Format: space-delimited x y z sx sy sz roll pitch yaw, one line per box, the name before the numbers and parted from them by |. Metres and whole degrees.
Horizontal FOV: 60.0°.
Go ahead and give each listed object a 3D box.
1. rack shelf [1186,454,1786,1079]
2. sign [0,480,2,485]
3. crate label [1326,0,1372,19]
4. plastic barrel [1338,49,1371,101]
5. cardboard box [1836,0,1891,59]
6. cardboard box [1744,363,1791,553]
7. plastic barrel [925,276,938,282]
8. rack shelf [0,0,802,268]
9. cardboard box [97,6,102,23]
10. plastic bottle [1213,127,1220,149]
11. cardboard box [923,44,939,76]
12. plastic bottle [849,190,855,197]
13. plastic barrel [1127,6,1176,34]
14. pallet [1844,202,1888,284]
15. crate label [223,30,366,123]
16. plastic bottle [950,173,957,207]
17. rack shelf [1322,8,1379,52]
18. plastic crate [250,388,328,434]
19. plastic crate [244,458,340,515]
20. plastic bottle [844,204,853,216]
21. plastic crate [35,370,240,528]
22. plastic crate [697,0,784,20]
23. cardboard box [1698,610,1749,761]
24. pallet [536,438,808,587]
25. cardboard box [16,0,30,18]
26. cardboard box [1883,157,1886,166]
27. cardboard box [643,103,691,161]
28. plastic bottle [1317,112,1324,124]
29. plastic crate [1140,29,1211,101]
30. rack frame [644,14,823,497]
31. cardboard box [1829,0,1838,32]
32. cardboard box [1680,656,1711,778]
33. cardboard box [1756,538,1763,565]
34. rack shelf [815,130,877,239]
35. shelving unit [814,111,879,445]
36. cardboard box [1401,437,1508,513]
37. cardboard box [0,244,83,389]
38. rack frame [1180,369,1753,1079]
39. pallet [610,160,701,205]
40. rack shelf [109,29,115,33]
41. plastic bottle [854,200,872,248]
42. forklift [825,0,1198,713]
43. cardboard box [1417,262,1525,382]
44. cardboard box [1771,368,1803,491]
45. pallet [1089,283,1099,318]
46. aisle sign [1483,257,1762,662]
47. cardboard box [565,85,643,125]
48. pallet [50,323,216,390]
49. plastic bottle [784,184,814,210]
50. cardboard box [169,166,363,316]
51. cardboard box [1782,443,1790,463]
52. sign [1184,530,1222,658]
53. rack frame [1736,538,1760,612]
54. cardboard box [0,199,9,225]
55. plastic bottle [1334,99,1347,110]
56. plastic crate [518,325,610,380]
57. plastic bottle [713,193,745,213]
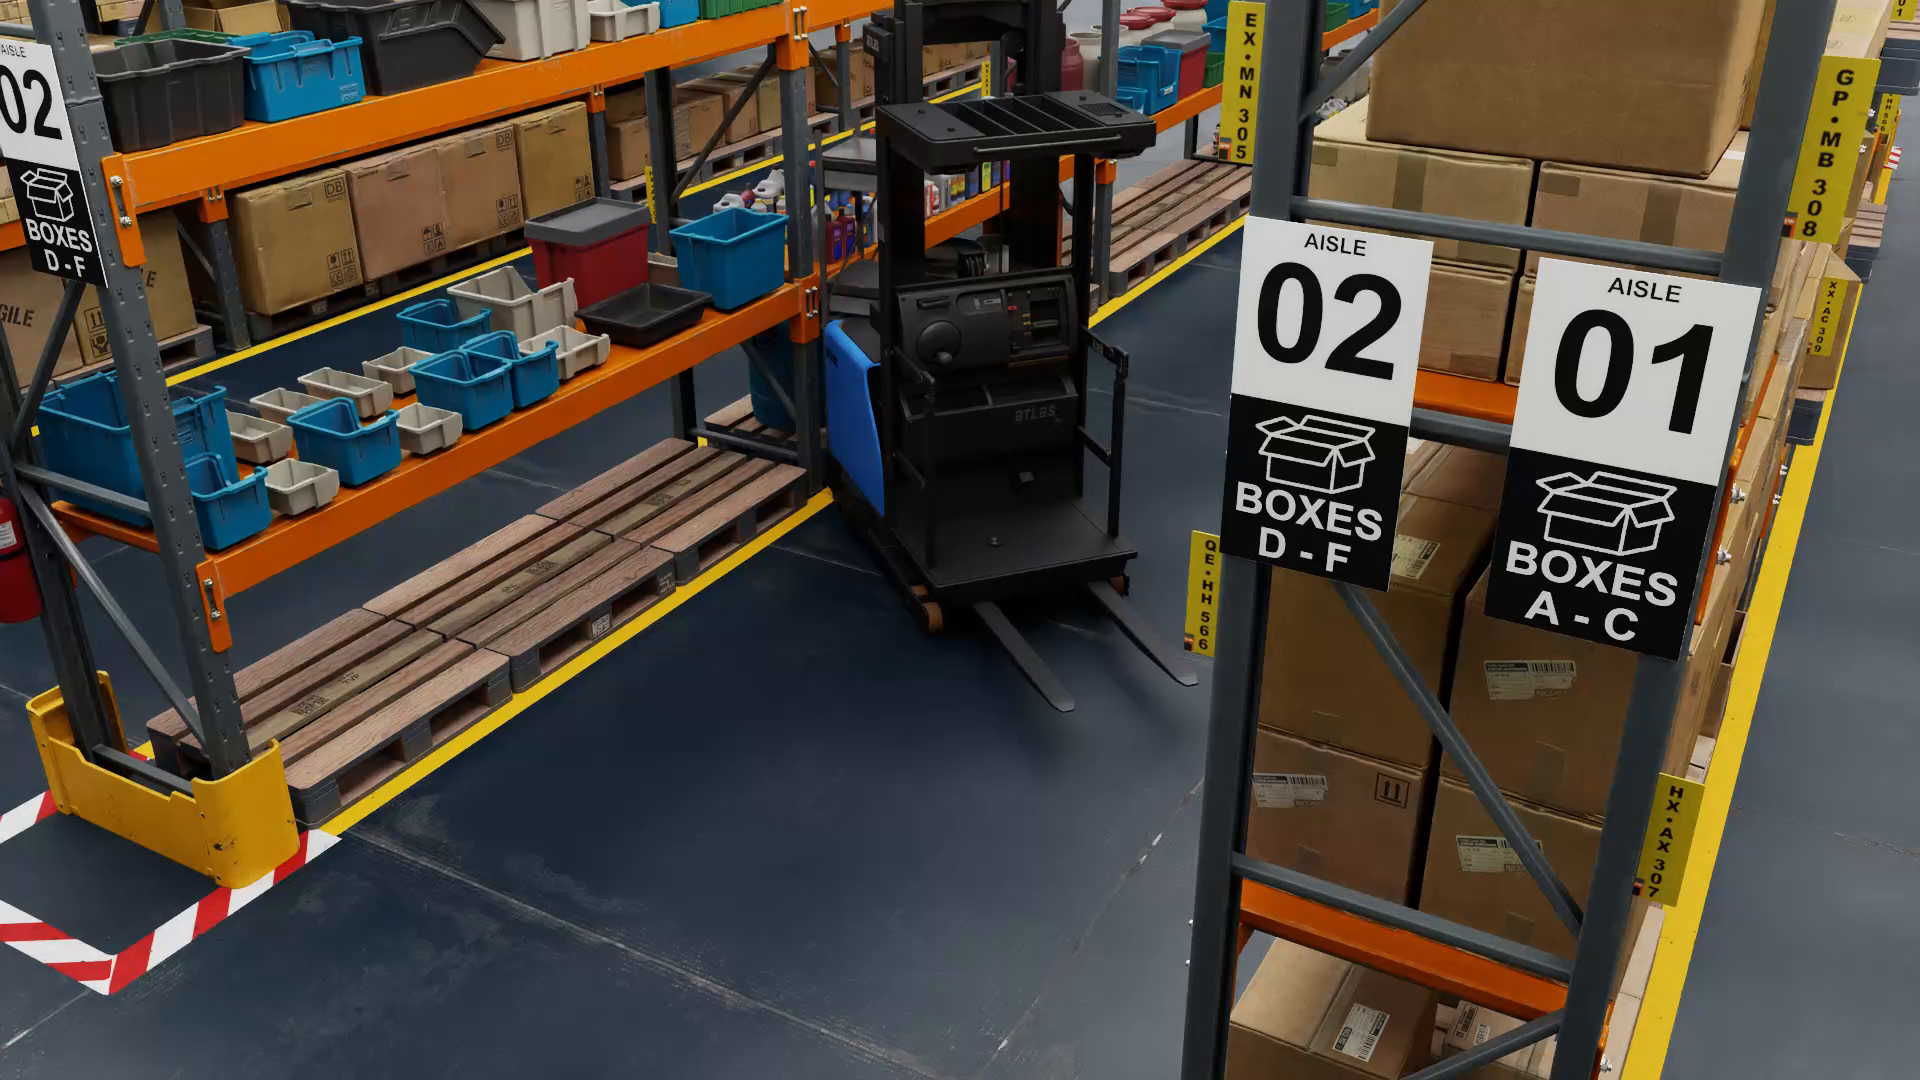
rack shelf | 2.050 0.465 5.774 1.077 0.370 4.000 14 30 26
sign | -3.731 -0.357 6.430 0.100 0.325 0.005 14 30 26
crate label | 3.957 -5.644 17.134 0.502 0.435 0.616 14 30 26
plastic barrel | 4.370 -5.207 18.611 0.421 0.512 0.421 0 27 0
cardboard box | 2.782 -1.690 5.534 0.500 0.250 0.500 14 30 26
cardboard box | 2.264 -0.281 5.232 0.500 0.500 0.500 14 30 26
plastic barrel | -0.290 -1.488 11.182 0.421 0.512 0.421 0 27 0
rack shelf | -2.260 -1.968 7.284 1.077 0.370 4.000 14 30 26
cardboard box | -8.239 -4.893 15.485 0.380 0.149 0.250 13 29 24
plastic bottle | 2.566 -4.001 16.527 0.097 0.201 0.097 0 27 0
cardboard box | -0.596 -5.846 19.900 0.500 0.500 0.500 17 31 31
plastic bottle | -0.756 -2.379 10.791 0.152 0.276 0.135 14 30 26
plastic barrel | 1.636 -4.296 14.330 0.433 0.535 0.433 0 27 0
pallet | 4.730 -1.829 9.768 1.213 0.211 1.003 14 30 26
crate label | -2.509 -1.733 6.175 0.408 0.251 0.502 14 30 26
plastic bottle | -0.067 -2.258 10.553 0.097 0.271 0.097 0 27 0
rack shelf | 3.643 -5.304 17.298 1.077 0.370 4.000 14 30 26
plastic crate | -2.846 -0.546 7.217 0.396 0.136 0.243 14 30 26
plastic crate | -2.606 -0.209 6.544 0.250 0.136 0.298 14 30 26
plastic bottle | -0.655 -1.899 9.914 0.097 0.201 0.097 0 27 0
plastic crate | -3.242 -0.384 6.559 0.616 0.435 0.499 14 30 26
plastic crate | -1.222 -2.743 8.265 0.450 0.188 0.662 14 30 26
cardboard box | 3.001 0.570 7.062 0.500 0.500 0.500 14 30 26
pallet | -1.604 -0.186 9.386 1.003 0.211 1.213 14 30 26
cardboard box | -8.495 -4.821 15.009 0.380 0.149 0.250 14 30 25
cardboard box | 8.451 -3.604 15.701 0.500 0.250 0.500 14 30 26
cardboard box | -3.047 -3.941 16.073 0.700 0.500 0.500 12 29 22
plastic bottle | 3.628 -4.180 16.792 0.061 0.283 0.133 16 31 28
plastic crate | 1.753 -3.878 13.575 0.402 0.464 0.583 14 30 26
rack frame | -1.277 -1.728 9.351 1.000 3.000 0.127 14 30 26
cardboard box | 2.105 -1.683 4.682 0.700 0.500 0.500 14 30 26
cardboard box | 1.763 0.561 4.667 0.500 0.500 0.500 14 30 26
cardboard box | 3.737 -0.060 8.320 0.500 0.500 0.500 15 30 27
rack shelf | -0.497 -1.934 9.182 0.431 0.518 0.480 10 28 20
shelving unit | -0.496 -1.321 9.490 0.431 2.100 0.503 10 28 20
cardboard box | 1.294 0.000 4.670 0.500 0.500 0.500 15 30 27
cardboard box | -6.426 -1.466 10.733 0.875 0.875 0.875 14 30 26
rack frame | 1.066 0.923 4.055 1.000 3.000 0.127 14 30 26
pallet | -3.235 -3.435 15.876 1.003 0.211 1.213 14 30 26
rack shelf | -8.873 -4.408 15.509 1.077 0.370 4.000 14 30 26
plastic bottle | -0.570 -1.859 9.756 0.097 0.271 0.097 0 27 0
forklift | 0.223 -1.047 8.068 1.130 2.935 3.031 -10 28 -18
cardboard box | 1.090 -0.610 3.934 0.500 0.250 0.500 14 30 26
cardboard box | 3.012 -0.429 6.645 0.500 0.500 0.500 15 30 27
pallet | 0.340 -1.724 12.458 1.003 0.211 1.213 14 30 26
aisle sign | 1.289 -0.148 3.291 0.394 0.787 0.004 14 30 26
cardboard box | -3.317 -4.060 15.472 0.500 0.250 0.500 16 31 28
pallet | -6.031 -1.293 11.597 1.003 0.211 1.213 14 30 26
plastic bottle | -0.984 -2.105 10.159 0.144 0.351 0.185 14 30 26
cardboard box | -5.291 -2.310 12.419 1.225 0.875 0.875 14 30 26
cardboard box | 3.976 -0.575 8.511 0.500 0.250 0.500 14 30 26
sign | 0.593 0.134 3.985 0.100 0.325 0.005 14 30 26
rack frame | 3.034 -0.636 7.170 1.000 3.000 0.127 14 30 26
cardboard box | -6.085 -2.015 10.204 0.380 0.149 0.250 14 30 25
plastic bottle | 3.957 -4.479 17.398 0.152 0.276 0.135 14 30 26
plastic crate | -1.871 -0.892 7.909 0.293 0.136 0.466 14 30 26
plastic bottle | -1.364 -1.898 9.828 0.152 0.276 0.135 14 30 26
